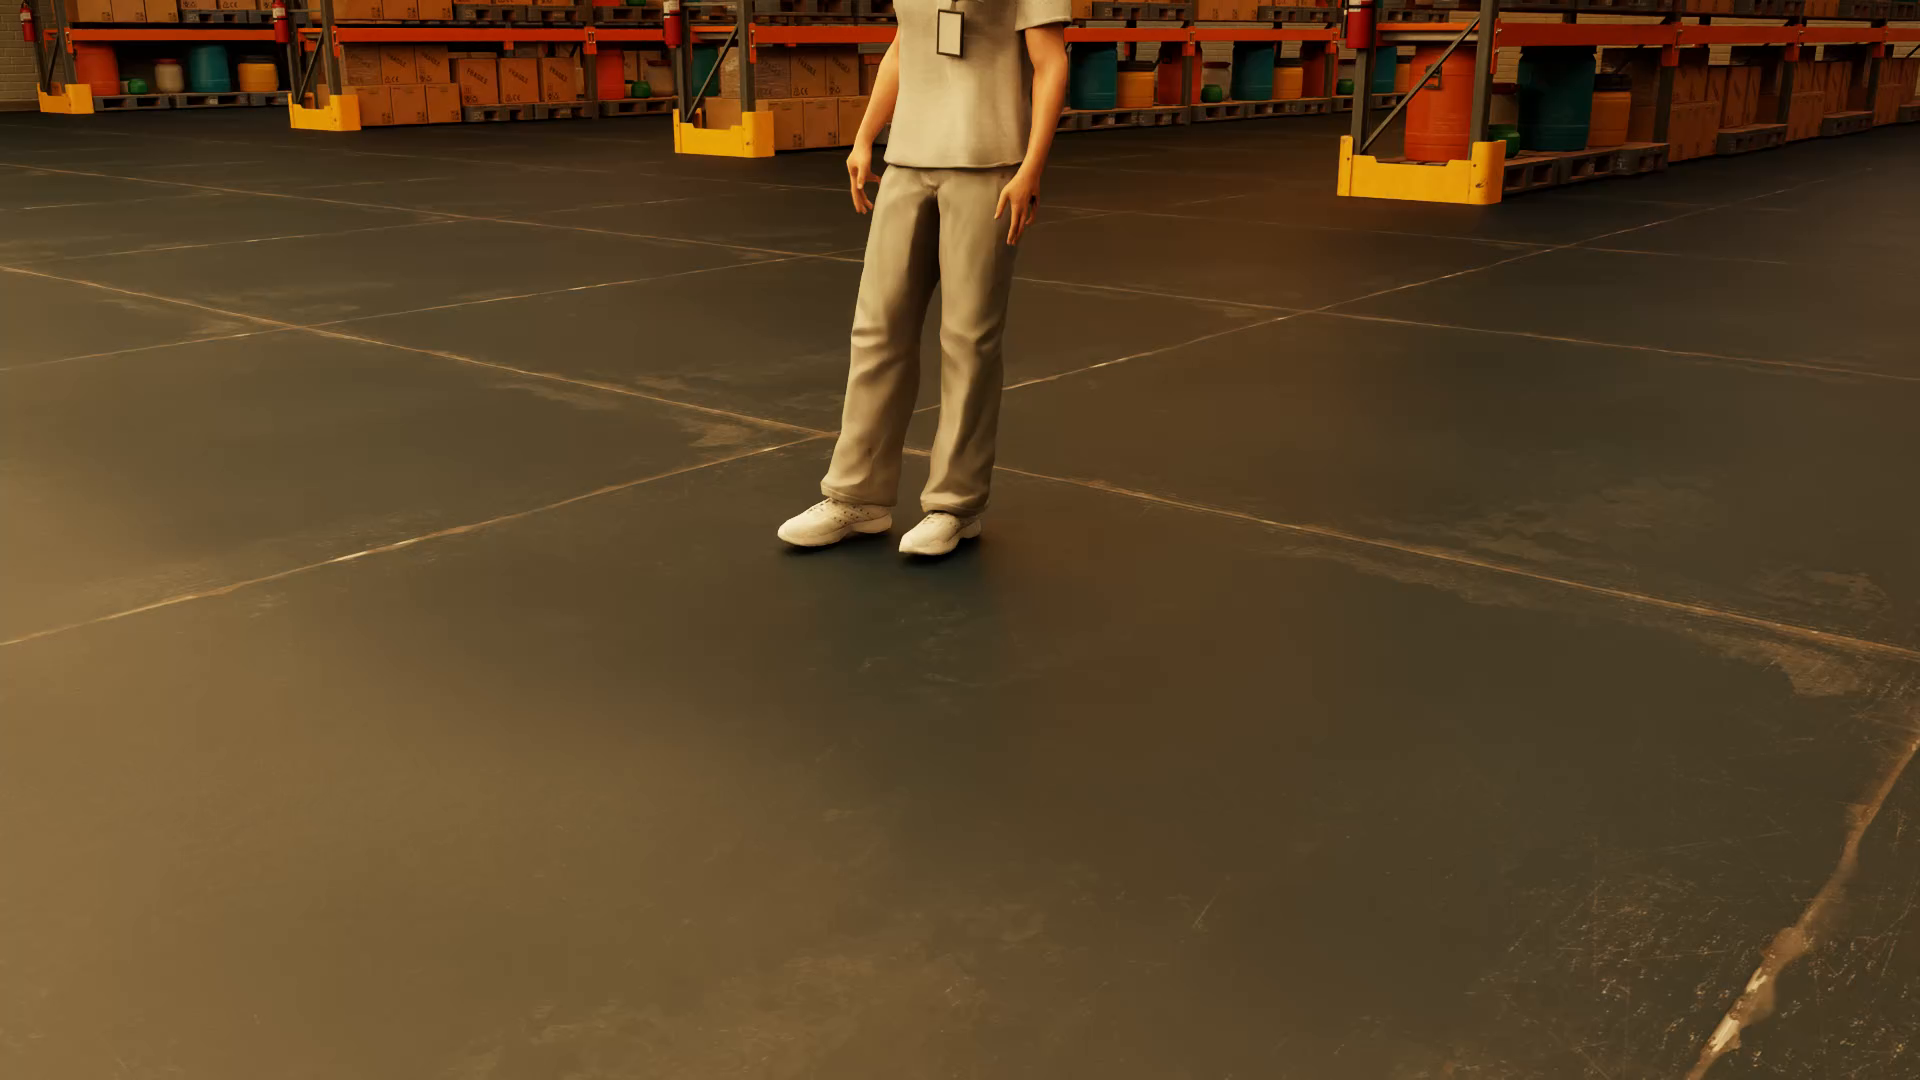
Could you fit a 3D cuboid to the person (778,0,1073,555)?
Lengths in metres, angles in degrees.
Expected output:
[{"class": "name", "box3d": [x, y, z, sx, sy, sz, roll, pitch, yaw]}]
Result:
[{"class": "person", "box3d": [-0.058, -0.795, 3.650, 0.549, 1.673, 0.548, 13, 21, 37]}]
